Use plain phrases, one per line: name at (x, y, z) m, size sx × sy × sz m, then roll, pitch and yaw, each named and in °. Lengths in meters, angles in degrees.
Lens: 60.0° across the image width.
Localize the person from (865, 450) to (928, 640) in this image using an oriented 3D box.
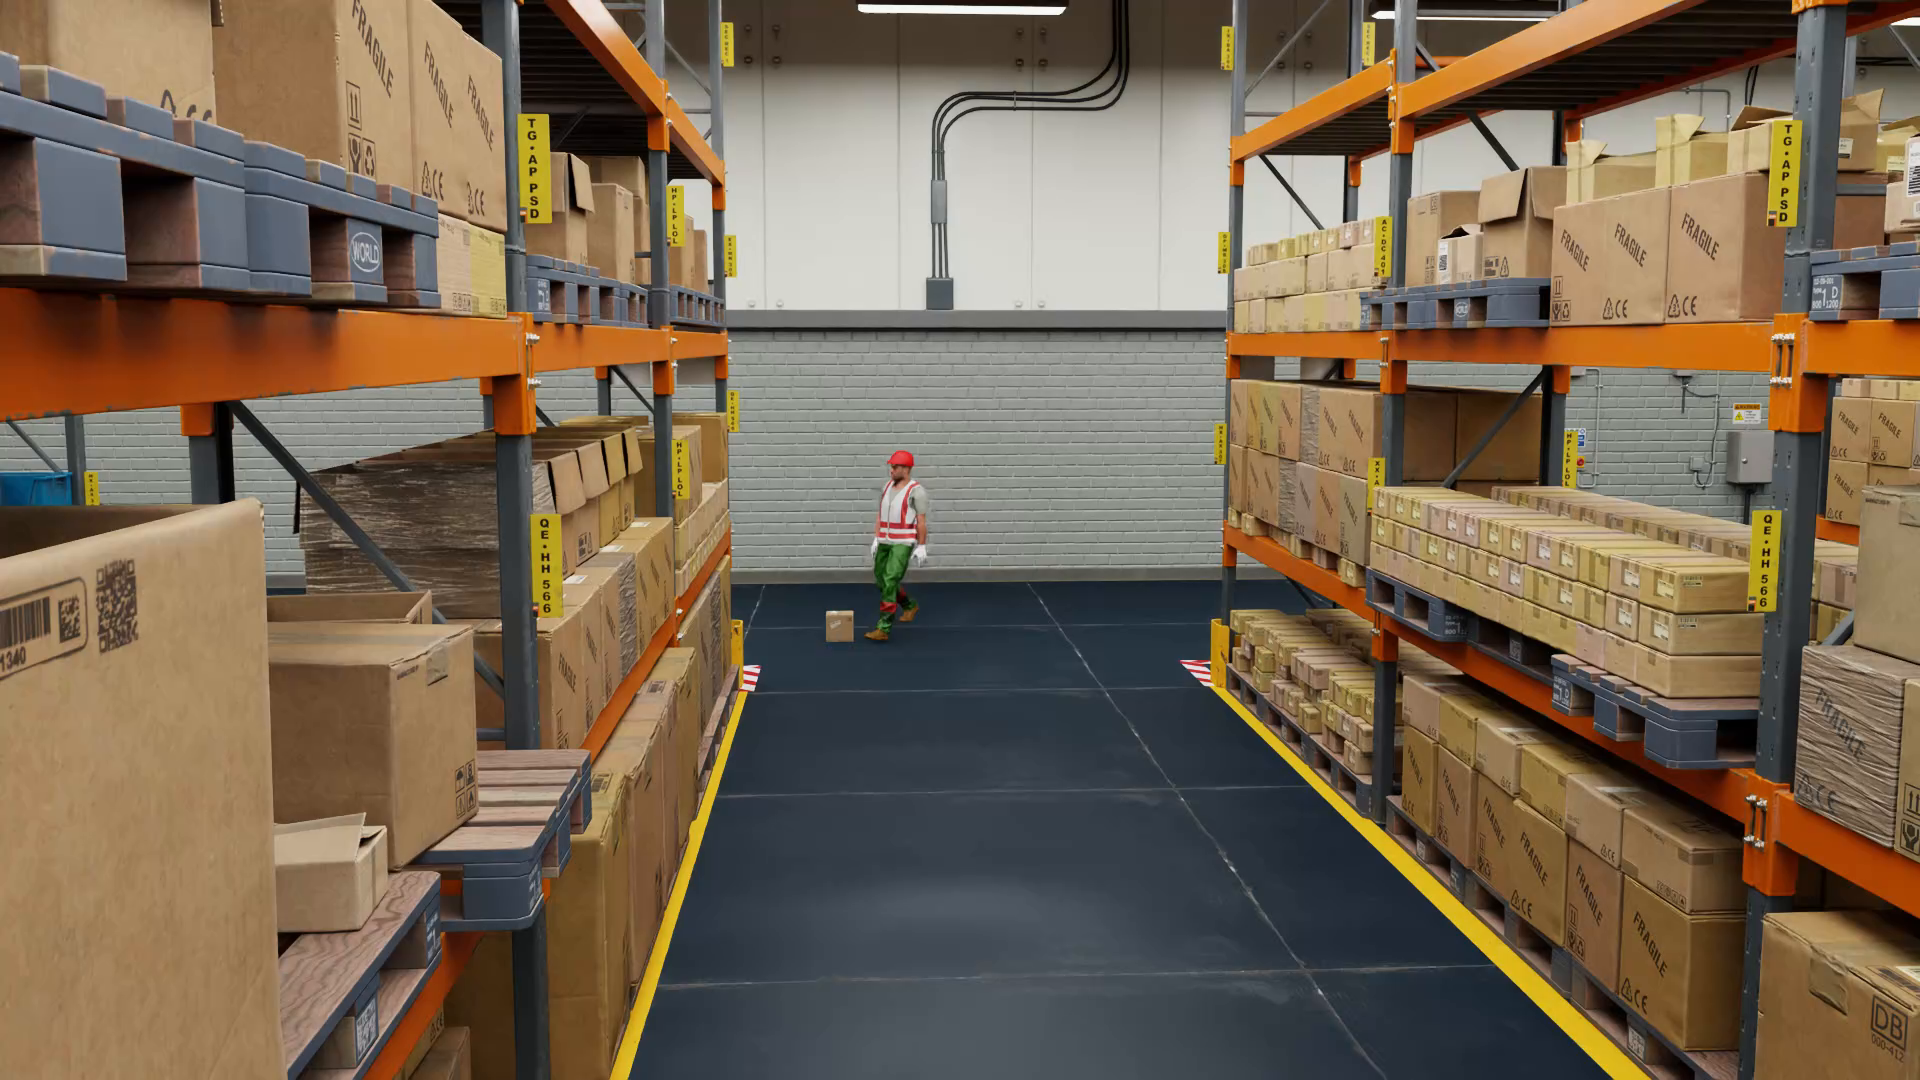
person at (-0.615, 0.036, 15.486) m, size 0.573 × 1.738 × 0.975 m, roll 6°, pitch 9°, yaw 41°
